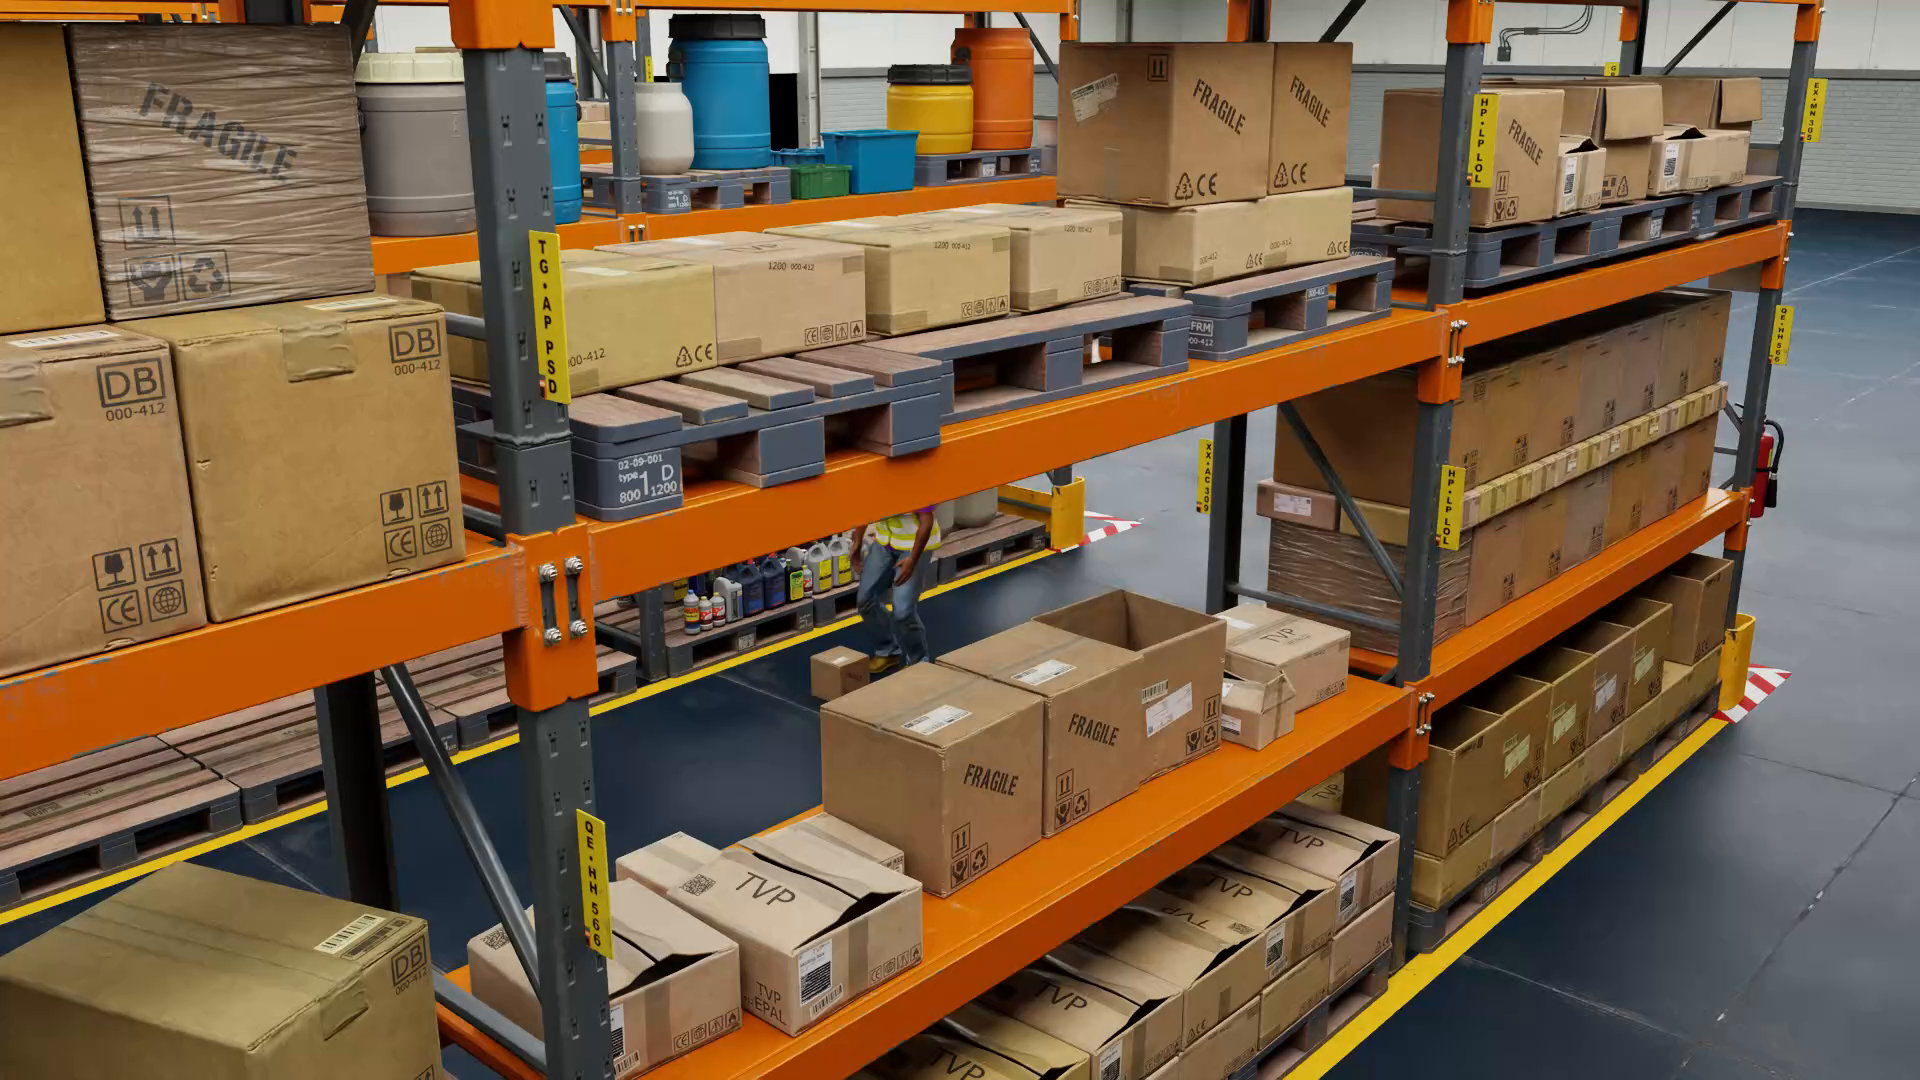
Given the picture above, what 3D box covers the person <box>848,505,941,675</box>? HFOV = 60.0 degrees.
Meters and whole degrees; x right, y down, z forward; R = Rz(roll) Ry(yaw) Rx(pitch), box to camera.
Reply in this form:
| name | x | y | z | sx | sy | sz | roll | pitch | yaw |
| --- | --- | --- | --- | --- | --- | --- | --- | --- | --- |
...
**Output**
| name | x | y | z | sx | sy | sz | roll | pitch | yaw |
| --- | --- | --- | --- | --- | --- | --- | --- | --- | --- |
| person | -0.386 | 0.058 | 10.045 | 0.613 | 1.633 | 0.577 | 15 | 23 | 41 |
